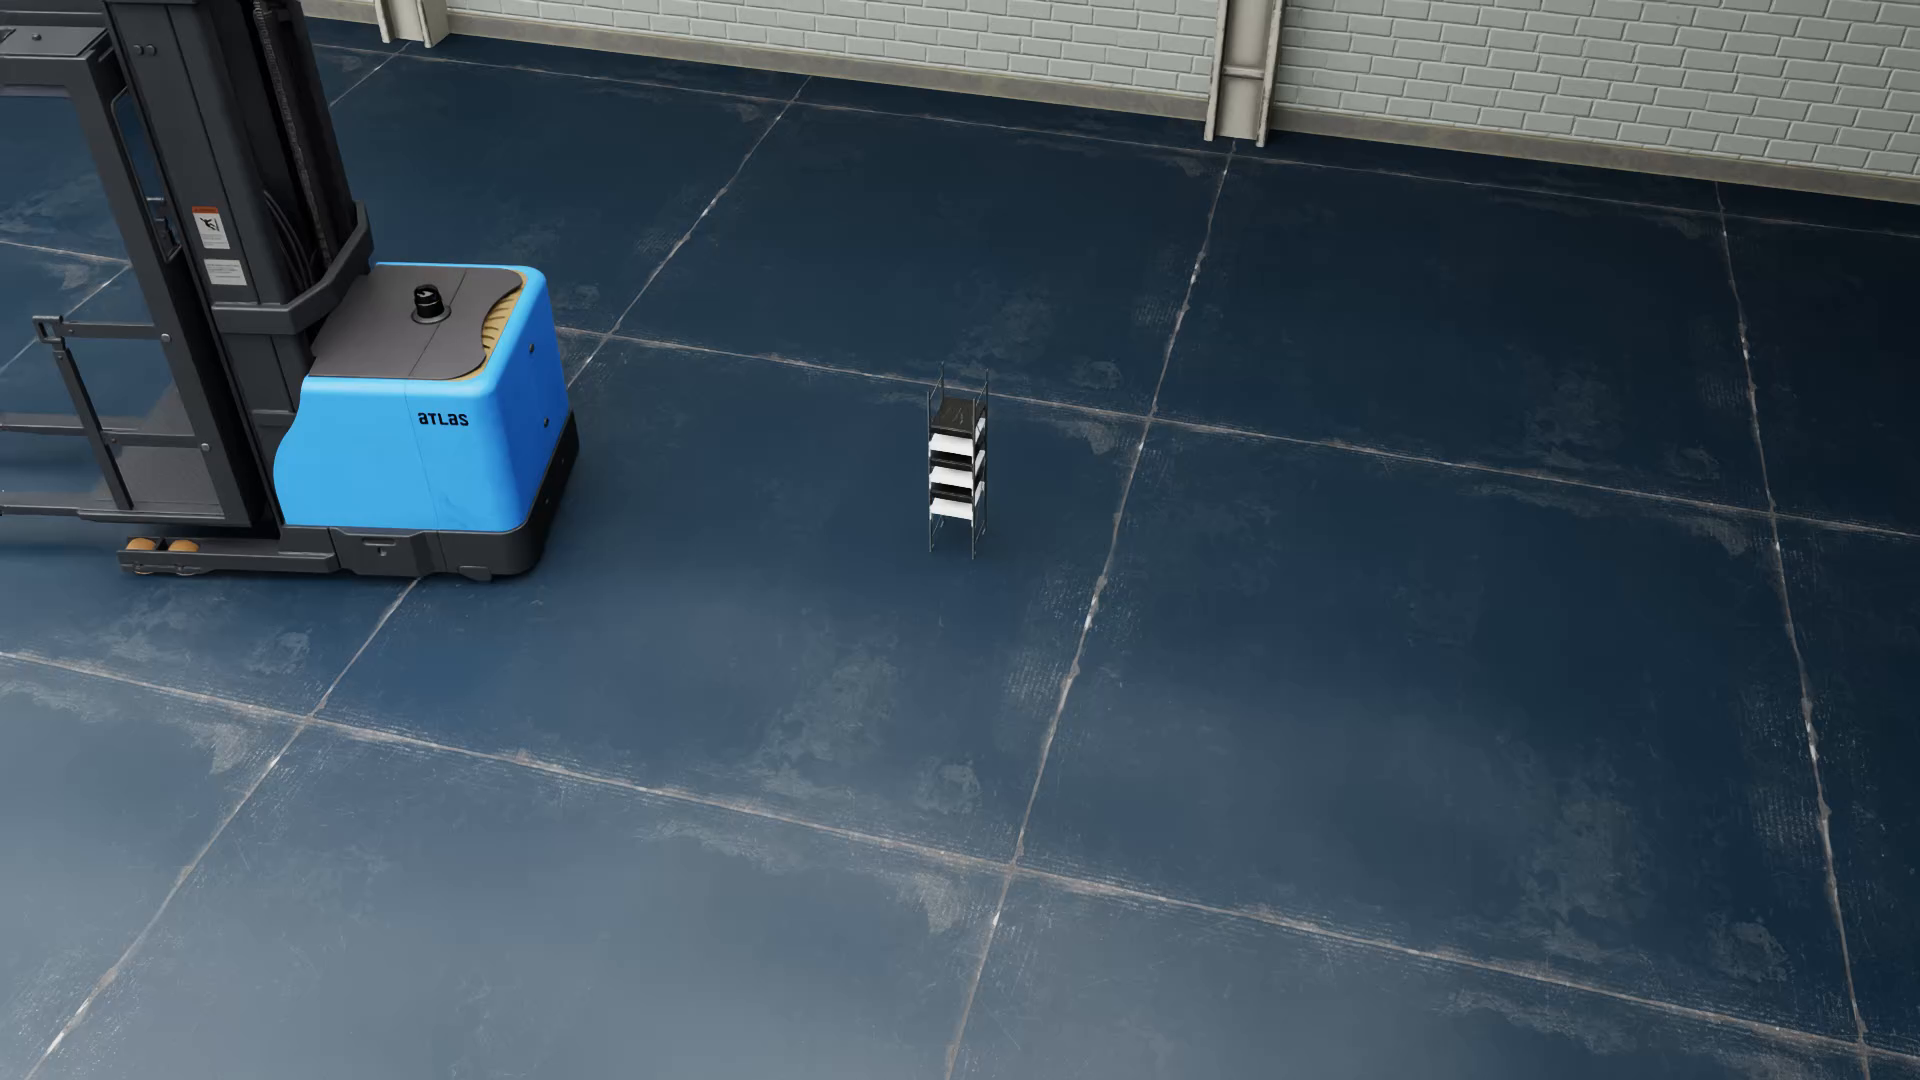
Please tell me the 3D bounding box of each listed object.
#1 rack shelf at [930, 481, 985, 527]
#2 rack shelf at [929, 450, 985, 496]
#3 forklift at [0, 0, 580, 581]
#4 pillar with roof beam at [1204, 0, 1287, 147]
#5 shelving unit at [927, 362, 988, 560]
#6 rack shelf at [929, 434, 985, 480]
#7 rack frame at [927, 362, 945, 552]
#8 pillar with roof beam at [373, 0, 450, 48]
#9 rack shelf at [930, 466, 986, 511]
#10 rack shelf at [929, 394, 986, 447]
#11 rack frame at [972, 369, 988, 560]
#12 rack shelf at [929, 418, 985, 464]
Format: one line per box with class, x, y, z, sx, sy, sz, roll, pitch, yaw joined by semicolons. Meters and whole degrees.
rack shelf;-0.008;-0.183;7.624;0.200;0.077;0.258;10;41;11
rack shelf;-0.008;-0.320;7.508;0.200;0.077;0.258;10;41;11
forklift;-3.411;-1.297;7.040;3.031;2.935;1.130;2;40;2
pillar with roof beam;0.716;-3.456;4.892;0.400;9.000;9.100;10;41;11
shelving unit;-0.008;-0.346;7.487;0.210;0.900;0.258;10;41;11
rack shelf;-0.008;-0.389;7.450;0.200;0.077;0.258;10;41;11
rack frame;-0.106;-0.363;7.507;0.006;0.900;0.240;10;41;11
pillar with roof beam;-5.080;-4.453;6.080;0.400;9.000;9.100;10;41;11
rack shelf;-0.008;-0.252;7.566;0.200;0.077;0.258;10;41;11
rack shelf;-0.008;-0.527;7.335;0.200;0.077;0.258;10;41;11
rack frame;0.090;-0.329;7.467;0.006;0.900;0.240;10;41;11
rack shelf;-0.008;-0.458;7.392;0.200;0.077;0.258;10;41;11
